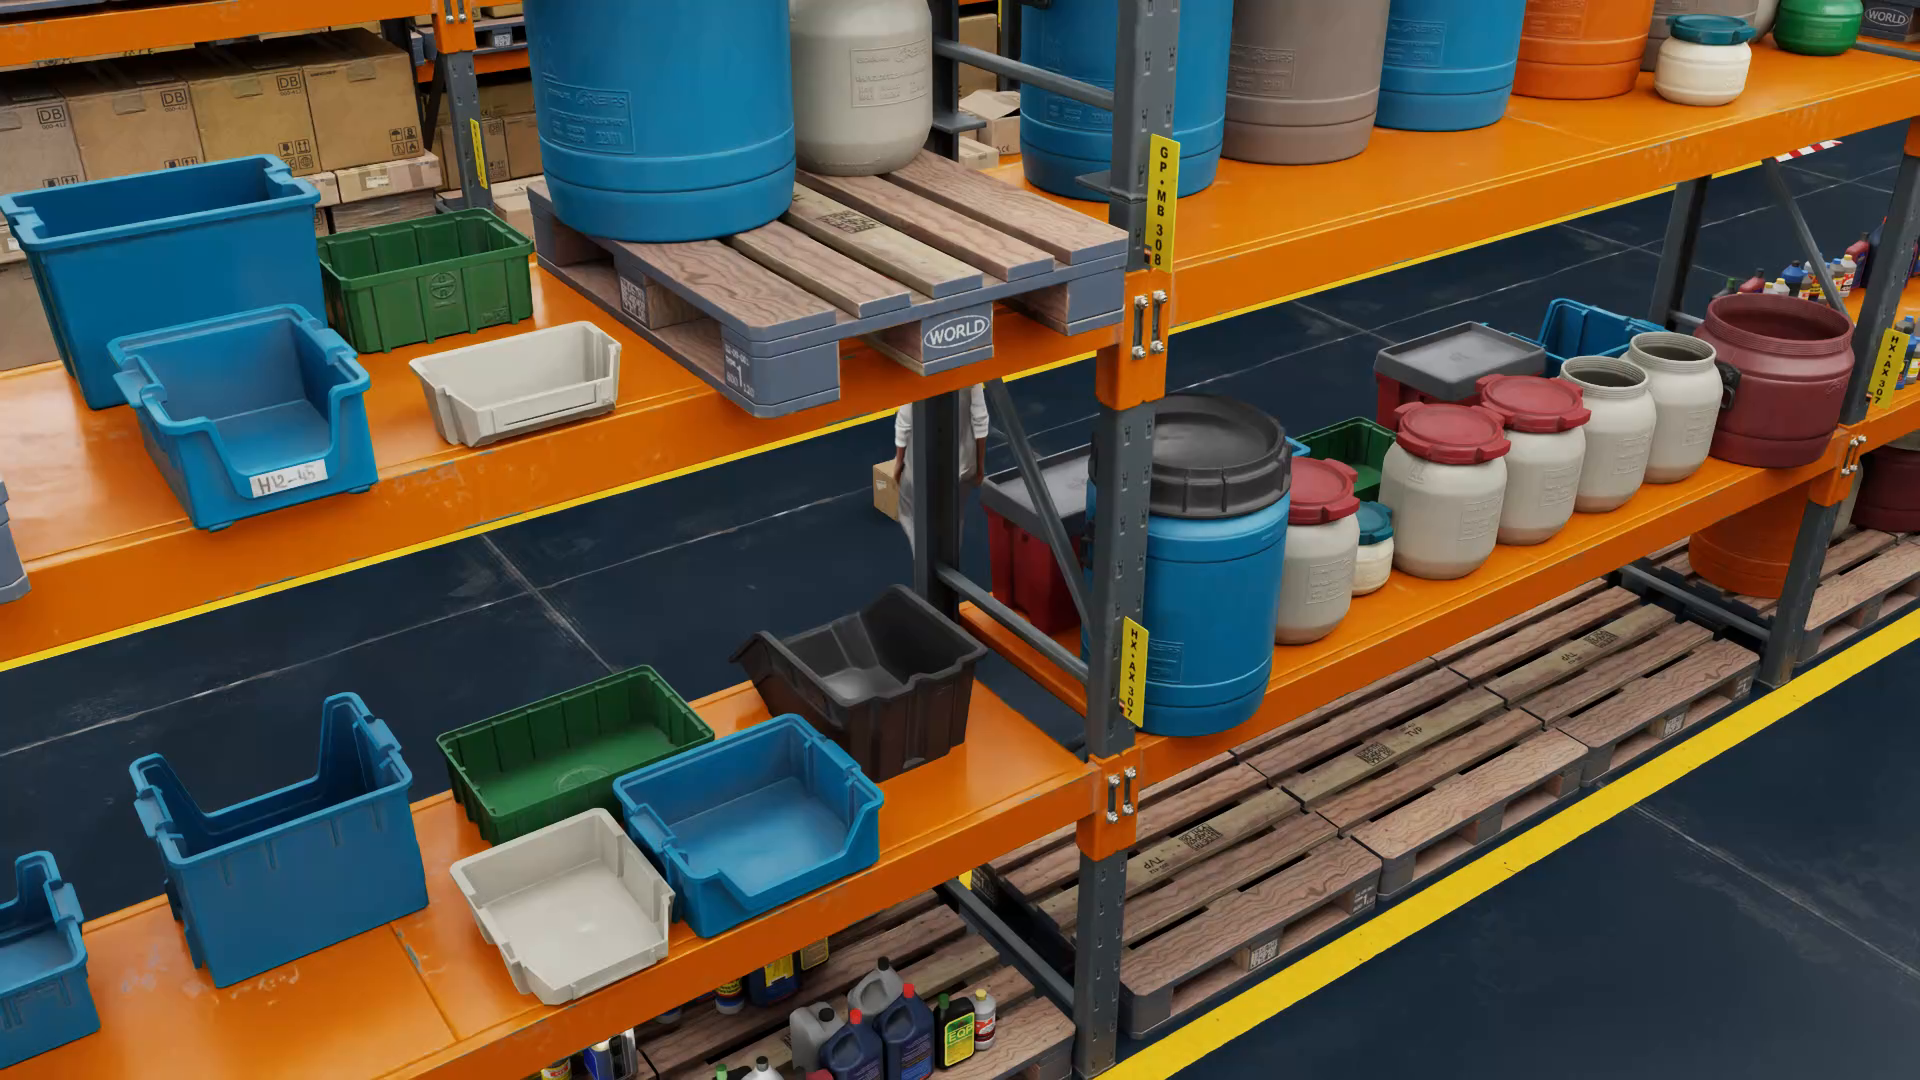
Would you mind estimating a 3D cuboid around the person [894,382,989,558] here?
[{"bbox_3d":[-0.085,-0.352,7.736,0.439,1.589,0.557,-5,29,-9],"label":"person"}]
